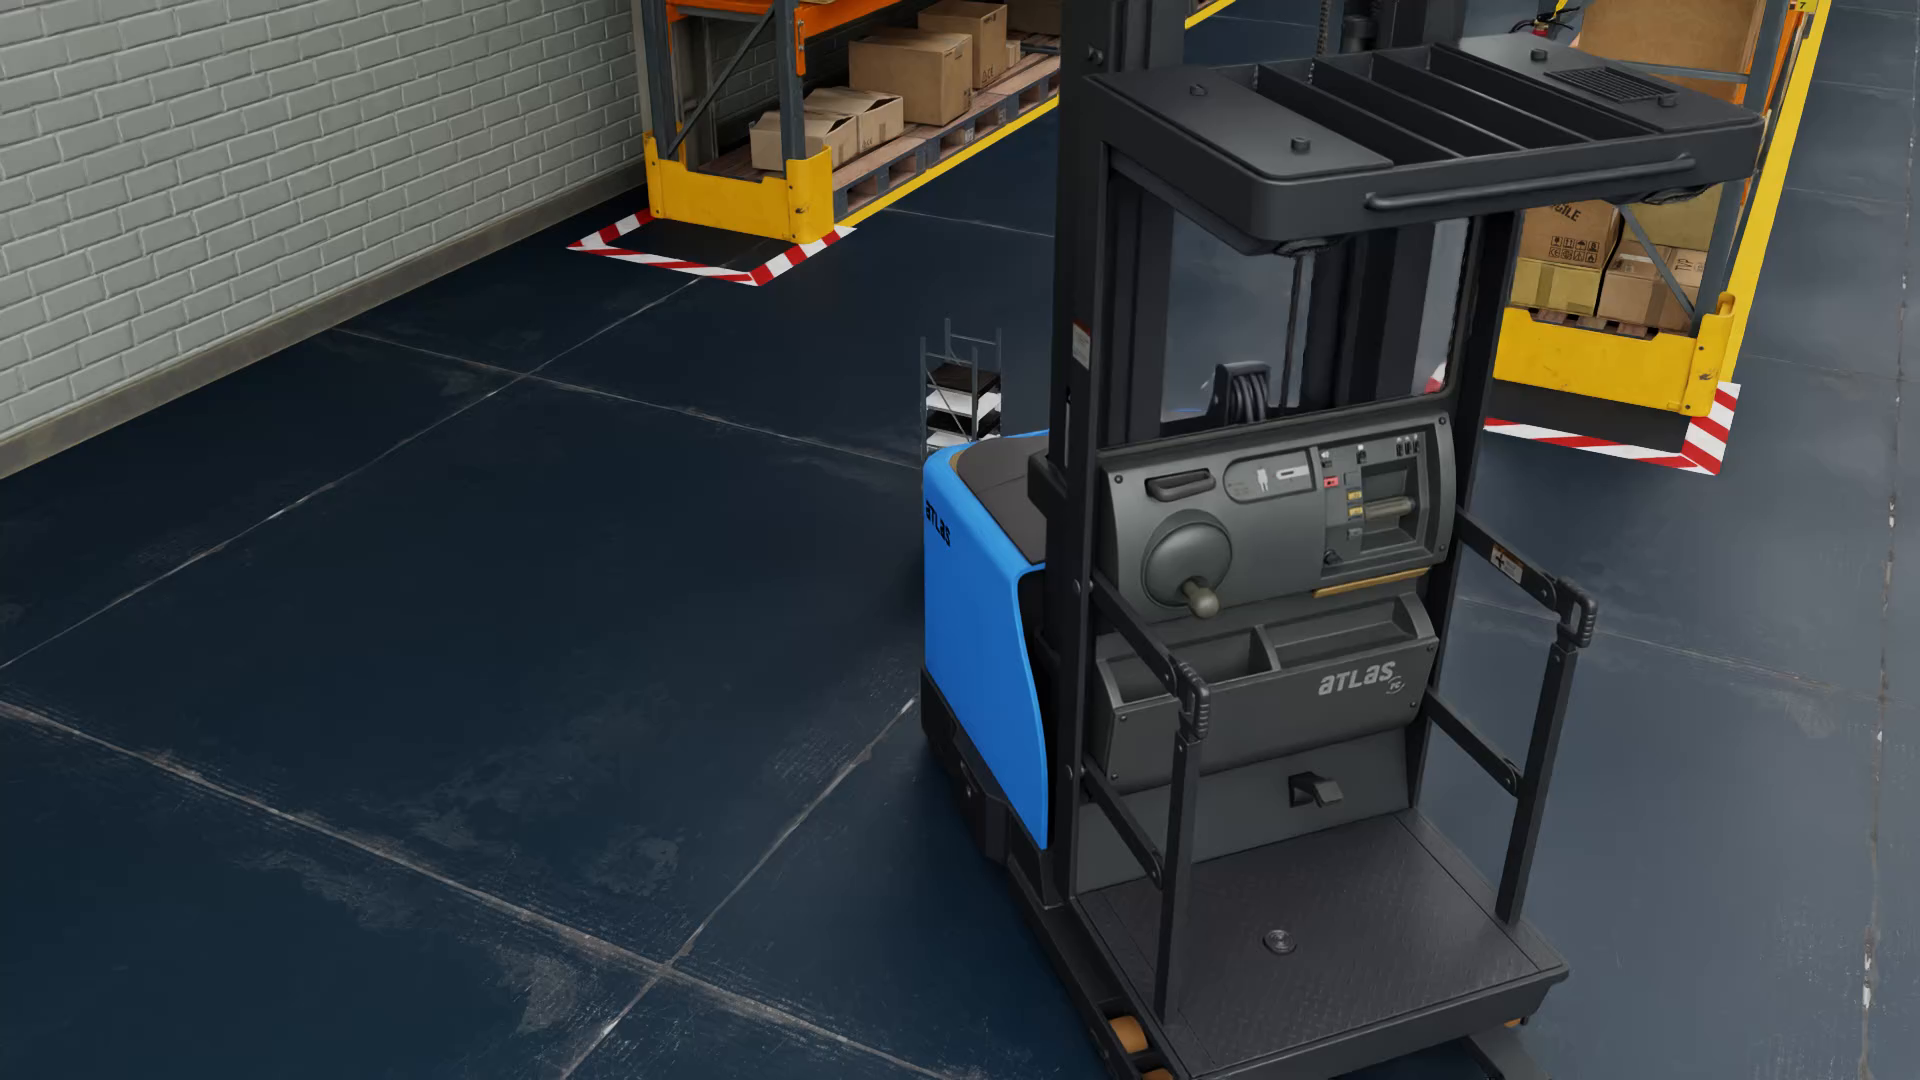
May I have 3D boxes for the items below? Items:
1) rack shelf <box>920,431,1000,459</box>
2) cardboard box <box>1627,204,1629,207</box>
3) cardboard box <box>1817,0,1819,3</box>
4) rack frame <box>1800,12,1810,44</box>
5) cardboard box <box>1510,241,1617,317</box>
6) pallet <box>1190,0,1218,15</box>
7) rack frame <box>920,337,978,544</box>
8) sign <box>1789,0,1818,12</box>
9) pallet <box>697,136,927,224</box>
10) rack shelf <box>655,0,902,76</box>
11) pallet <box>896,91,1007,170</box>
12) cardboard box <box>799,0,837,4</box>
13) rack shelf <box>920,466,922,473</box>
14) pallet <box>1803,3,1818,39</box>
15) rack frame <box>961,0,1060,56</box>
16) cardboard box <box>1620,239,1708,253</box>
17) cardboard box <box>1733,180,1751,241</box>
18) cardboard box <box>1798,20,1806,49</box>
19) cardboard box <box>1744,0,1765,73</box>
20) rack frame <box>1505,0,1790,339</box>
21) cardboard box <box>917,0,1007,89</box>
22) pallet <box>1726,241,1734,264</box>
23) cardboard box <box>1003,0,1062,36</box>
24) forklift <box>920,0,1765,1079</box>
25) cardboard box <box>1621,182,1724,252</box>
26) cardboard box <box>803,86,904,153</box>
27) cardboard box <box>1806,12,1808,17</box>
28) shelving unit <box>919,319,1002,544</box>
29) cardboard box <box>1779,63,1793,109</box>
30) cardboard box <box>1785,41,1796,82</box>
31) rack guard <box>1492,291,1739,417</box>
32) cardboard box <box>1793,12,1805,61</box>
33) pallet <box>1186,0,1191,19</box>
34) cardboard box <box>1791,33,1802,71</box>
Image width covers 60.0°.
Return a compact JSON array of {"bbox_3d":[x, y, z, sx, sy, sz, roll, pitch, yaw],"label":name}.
[{"bbox_3d":[0.004,-0.365,6.549,0.258,0.077,0.200,14,33,23],"label":"rack shelf"},{"bbox_3d":[3.466,-2.149,9.066,0.500,0.500,0.500,14,33,23],"label":"cardboard box"},{"bbox_3d":[7.151,-4.872,14.291,0.500,0.500,0.500,16,33,25],"label":"cardboard box"},{"bbox_3d":[6.689,-5.629,13.539,1.000,3.000,0.127,14,33,23],"label":"rack frame"},{"bbox_3d":[3.026,-1.377,8.474,0.500,0.250,0.500,14,33,23],"label":"cardboard box"},{"bbox_3d":[1.920,-5.195,15.585,1.003,0.211,1.213,14,33,23],"label":"pallet"},{"bbox_3d":[-0.043,-0.349,6.454,0.240,0.900,0.006,14,33,23],"label":"rack frame"},{"bbox_3d":[3.536,-2.363,6.904,0.100,0.325,0.005,14,33,23],"label":"sign"},{"bbox_3d":[-0.931,-2.381,10.684,1.003,0.211,1.213,14,33,23],"label":"pallet"},{"bbox_3d":[-0.456,-3.779,11.041,1.077,0.370,4.000,14,33,23],"label":"rack shelf"},{"bbox_3d":[-0.374,-2.920,11.622,1.003,0.211,1.213,14,33,23],"label":"pallet"},{"bbox_3d":[-0.862,-3.292,9.601,0.500,0.250,0.500,13,32,22],"label":"cardboard box"},{"bbox_3d":[0.004,-0.287,6.594,0.258,0.077,0.200,14,33,23],"label":"rack shelf"},{"bbox_3d":[7.063,-4.742,14.795,1.003,0.211,1.213,14,33,23],"label":"pallet"},{"bbox_3d":[0.455,-4.977,12.405,1.000,3.000,0.127,14,33,23],"label":"rack frame"},{"bbox_3d":[3.711,-1.482,8.657,0.500,0.250,0.500,14,33,23],"label":"cardboard box"},{"bbox_3d":[4.172,-1.924,9.427,0.500,0.250,0.500,14,33,23],"label":"cardboard box"},{"bbox_3d":[6.435,-4.100,13.218,0.500,0.250,0.500,14,33,23],"label":"cardboard box"},{"bbox_3d":[3.503,-2.563,8.101,0.700,0.500,0.500,15,33,25],"label":"cardboard box"},{"bbox_3d":[3.044,-2.082,7.363,1.000,3.000,0.127,14,33,23],"label":"rack frame"},{"bbox_3d":[0.018,-3.615,12.101,0.500,0.500,0.500,12,32,20],"label":"cardboard box"},{"bbox_3d":[3.912,-1.760,9.603,1.003,0.211,1.213,14,33,23],"label":"pallet"},{"bbox_3d":[0.776,-4.414,13.493,0.700,0.500,0.500,15,33,25],"label":"cardboard box"},{"bbox_3d":[0.864,-0.016,3.835,1.130,2.935,3.031,-11,32,-18],"label":"forklift"},{"bbox_3d":[3.713,-1.806,8.470,0.500,0.500,0.500,14,33,23],"label":"cardboard box"},{"bbox_3d":[-0.712,-2.768,10.816,0.500,0.311,0.500,17,34,27],"label":"cardboard box"},{"bbox_3d":[6.438,-4.342,13.074,0.500,0.311,0.500,14,33,23],"label":"cardboard box"},{"bbox_3d":[0.004,-0.394,6.532,0.258,0.900,0.210,14,33,23],"label":"shelving unit"},{"bbox_3d":[5.505,-3.194,11.639,0.500,0.250,0.500,15,33,24],"label":"cardboard box"},{"bbox_3d":[5.277,-3.215,11.113,0.500,0.311,0.500,14,33,23],"label":"cardboard box"},{"bbox_3d":[3.033,-0.987,7.967,1.175,0.500,0.348,14,33,23],"label":"rack guard"},{"bbox_3d":[5.744,-3.665,11.897,0.500,0.311,0.500,13,32,22],"label":"cardboard box"},{"bbox_3d":[1.363,-4.656,14.647,1.003,0.211,1.213,14,33,23],"label":"pallet"},{"bbox_3d":[5.971,-3.649,12.432,0.500,0.250,0.500,15,33,24],"label":"cardboard box"}]
